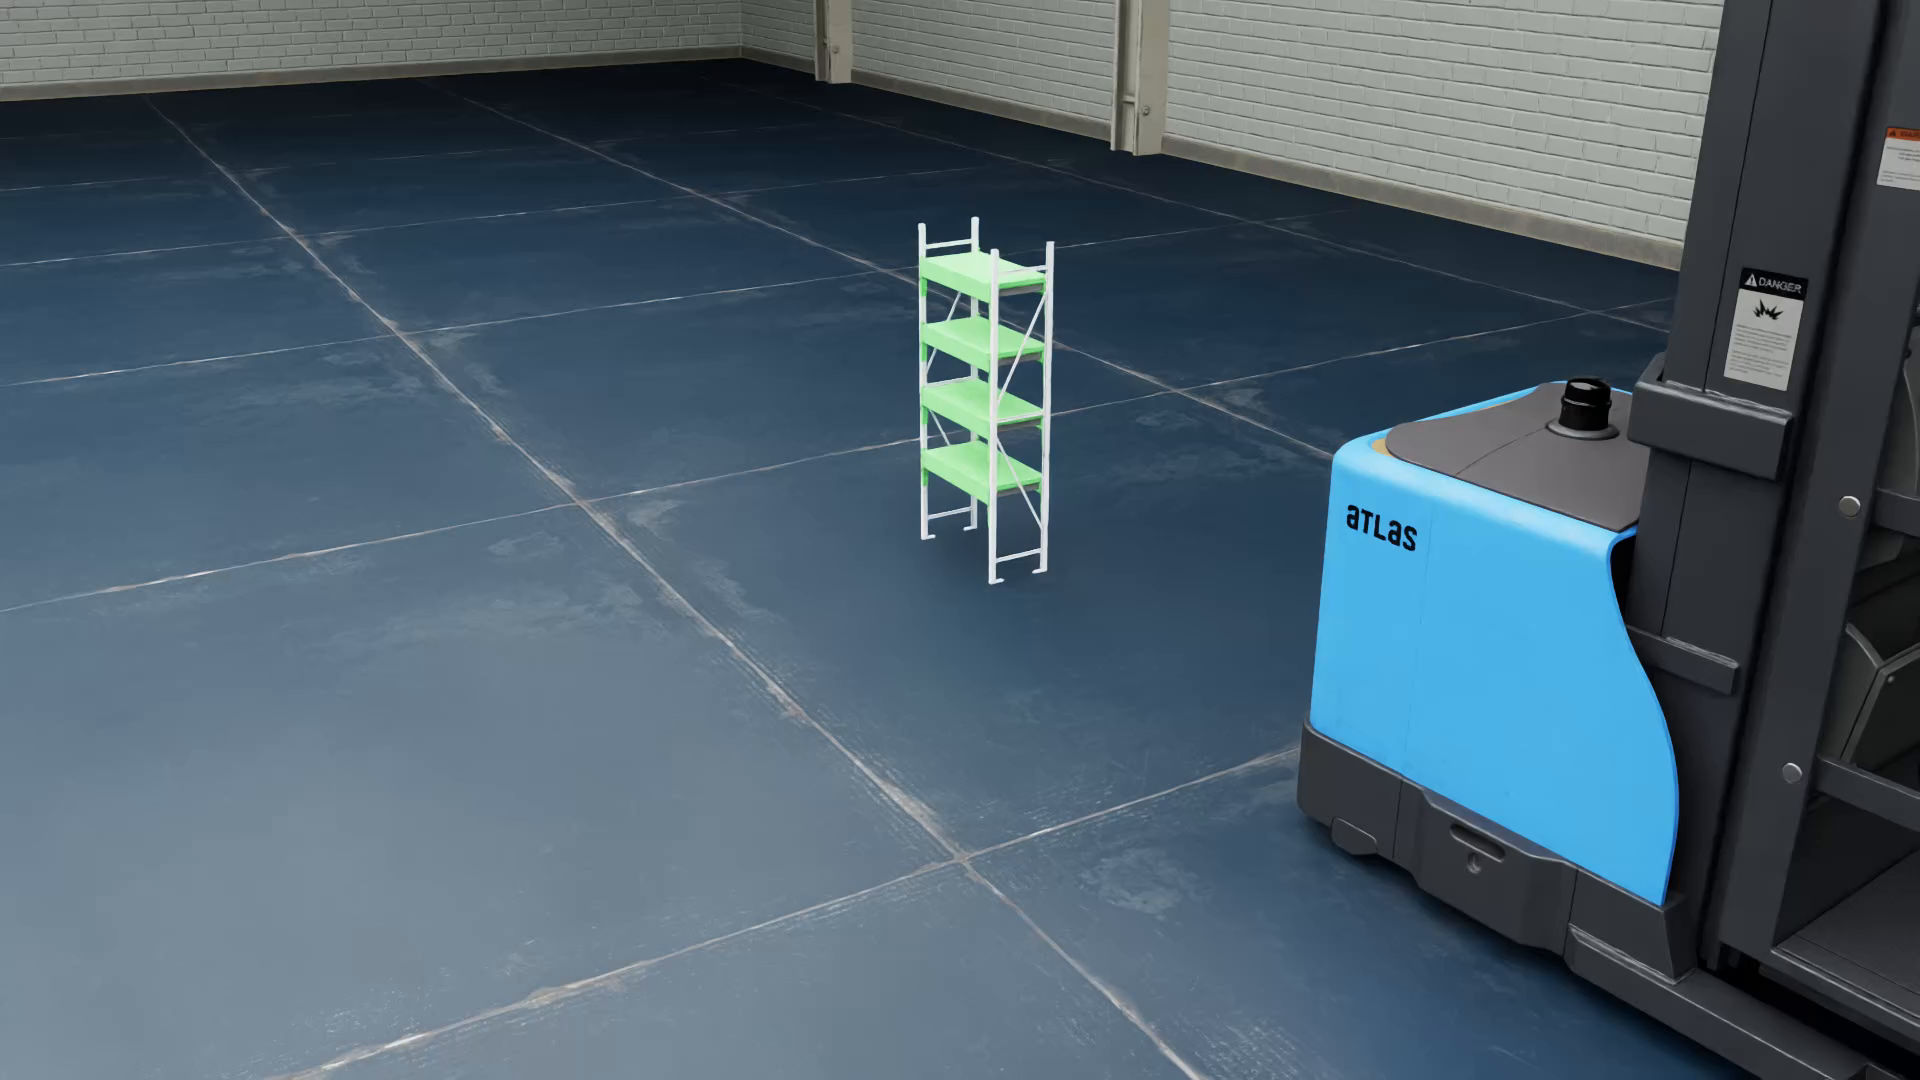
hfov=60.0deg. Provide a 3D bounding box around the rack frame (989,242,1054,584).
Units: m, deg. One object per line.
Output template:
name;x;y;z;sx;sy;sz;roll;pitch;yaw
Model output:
rack frame;0.209;-0.423;5.759;0.240;1.200;0.015;-13;25;-28

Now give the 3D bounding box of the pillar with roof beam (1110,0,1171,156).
pillar with roof beam;-2.120;-6.813;11.123;9.100;9.000;0.400;-13;25;-28

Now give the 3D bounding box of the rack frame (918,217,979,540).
rack frame;-0.040;-0.581;6.148;0.240;1.200;0.015;-13;25;-28

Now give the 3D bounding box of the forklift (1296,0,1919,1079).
forklift;2.178;-0.264;3.069;1.130;2.935;3.031;-16;27;-34

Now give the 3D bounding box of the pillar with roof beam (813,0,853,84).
pillar with roof beam;-5.185;-8.756;15.902;9.100;9.000;0.400;-13;25;-28

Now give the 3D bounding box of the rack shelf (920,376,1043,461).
rack shelf;0.085;-0.443;5.978;0.258;0.148;0.480;-13;25;-28

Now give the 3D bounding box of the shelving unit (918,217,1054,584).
shelving unit;0.085;-0.502;5.954;0.258;1.200;0.503;-13;25;-28

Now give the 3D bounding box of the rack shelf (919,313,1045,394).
rack shelf;0.085;-0.665;5.887;0.258;0.148;0.480;-13;25;-28

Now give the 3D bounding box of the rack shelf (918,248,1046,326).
rack shelf;0.085;-0.888;5.797;0.258;0.148;0.480;-13;25;-28

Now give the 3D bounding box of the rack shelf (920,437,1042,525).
rack shelf;0.085;-0.221;6.068;0.258;0.148;0.480;-13;25;-28
